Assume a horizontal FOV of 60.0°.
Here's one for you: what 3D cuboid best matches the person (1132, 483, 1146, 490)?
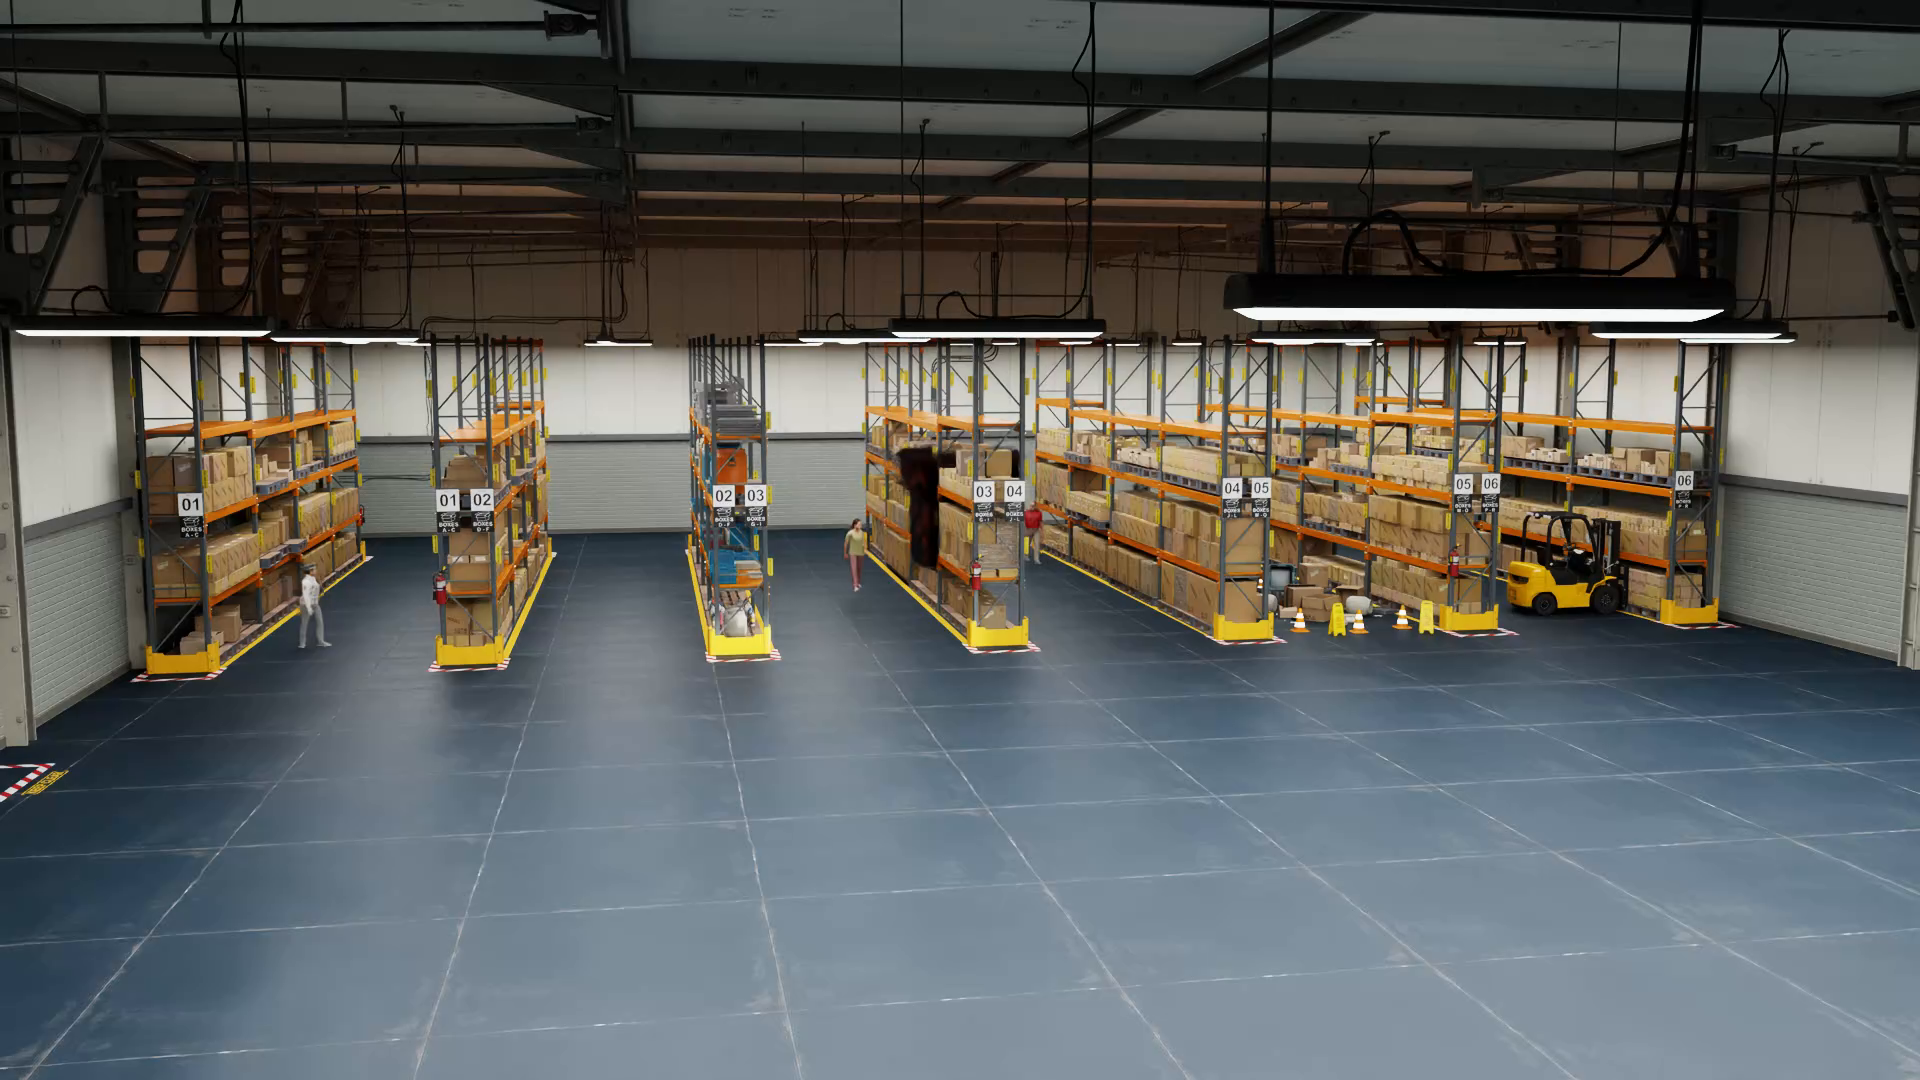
[{"bbox_3d":[5.757,-1.187,52.964,0.549,1.751,0.544,-1,7,-9],"label":"person"}]

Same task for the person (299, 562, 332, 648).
[{"bbox_3d":[-12.479,1.253,31.903,0.611,1.660,0.516,2,7,20],"label":"person"}]

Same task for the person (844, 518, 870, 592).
[{"bbox_3d":[-2.323,0.335,37.471,0.562,1.611,0.986,-1,7,-13],"label":"person"}]

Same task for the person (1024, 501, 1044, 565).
[{"bbox_3d":[1.957,-0.198,44.404,0.624,1.685,1.032,-1,7,-5],"label":"person"}]
